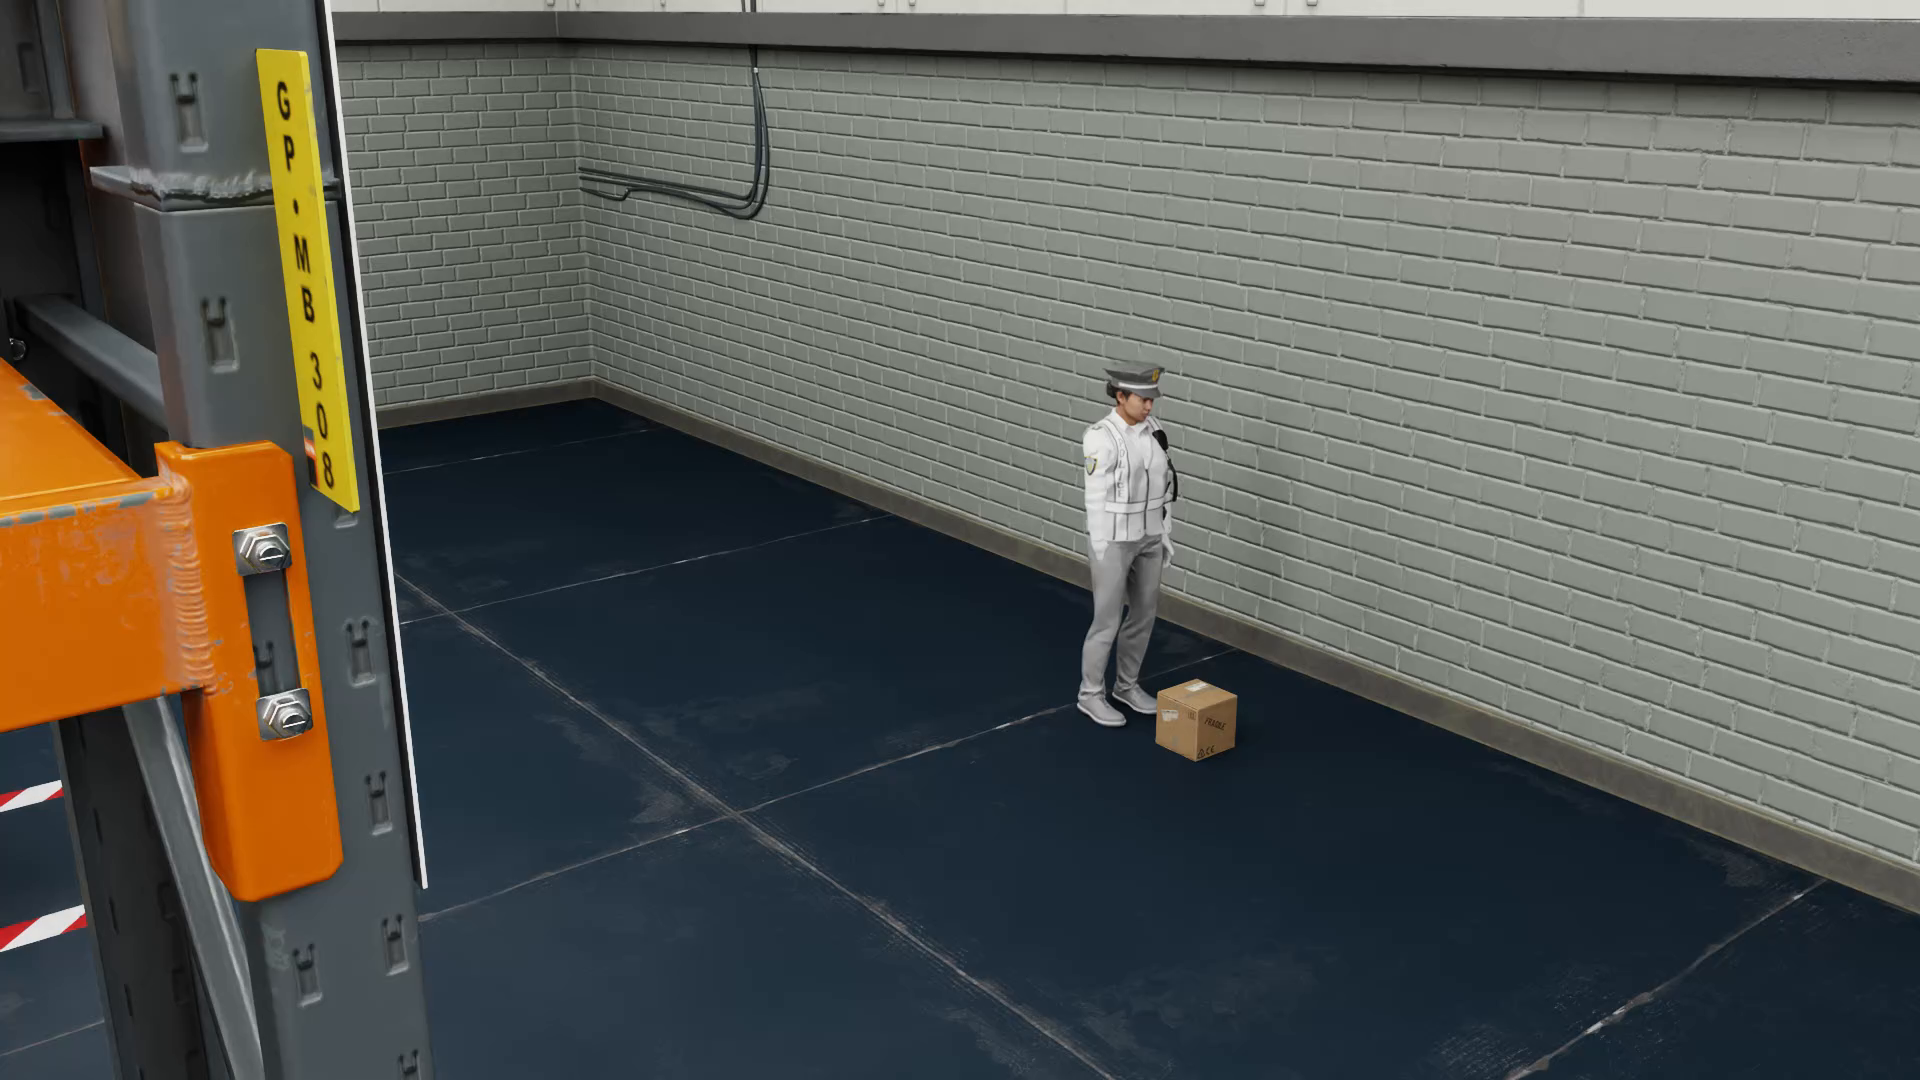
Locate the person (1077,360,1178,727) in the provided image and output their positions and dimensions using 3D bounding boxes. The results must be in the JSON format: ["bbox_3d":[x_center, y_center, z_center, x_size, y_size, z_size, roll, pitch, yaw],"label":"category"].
[{"bbox_3d":[0.770,0.011,7.527,0.469,1.663,0.328,-13,22,-35],"label":"person"}]
